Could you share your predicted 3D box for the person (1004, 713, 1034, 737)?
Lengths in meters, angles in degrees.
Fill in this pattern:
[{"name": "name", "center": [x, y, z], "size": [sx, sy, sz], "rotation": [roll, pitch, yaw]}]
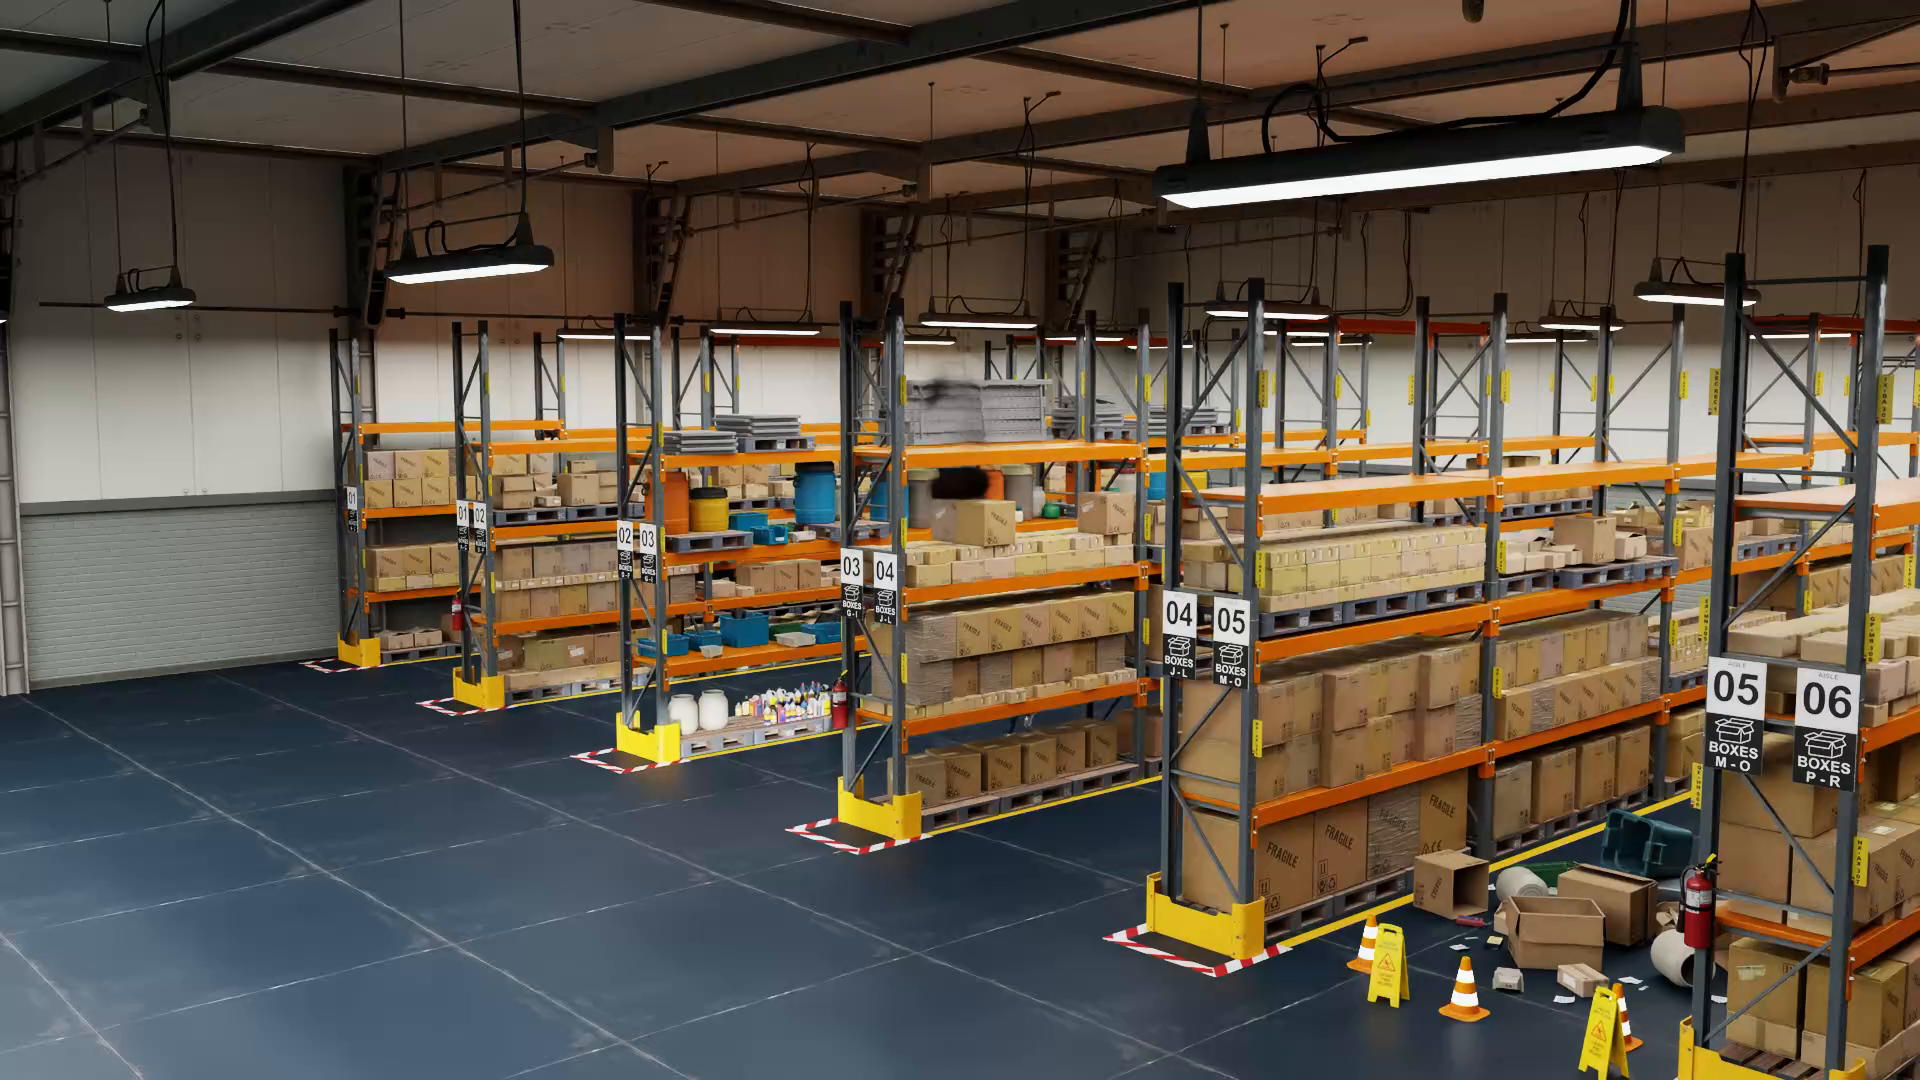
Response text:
[{"name": "person", "center": [0.840, 2.045, 23.652], "size": [0.561, 1.584, 0.921], "rotation": [3, 6, 28]}]
